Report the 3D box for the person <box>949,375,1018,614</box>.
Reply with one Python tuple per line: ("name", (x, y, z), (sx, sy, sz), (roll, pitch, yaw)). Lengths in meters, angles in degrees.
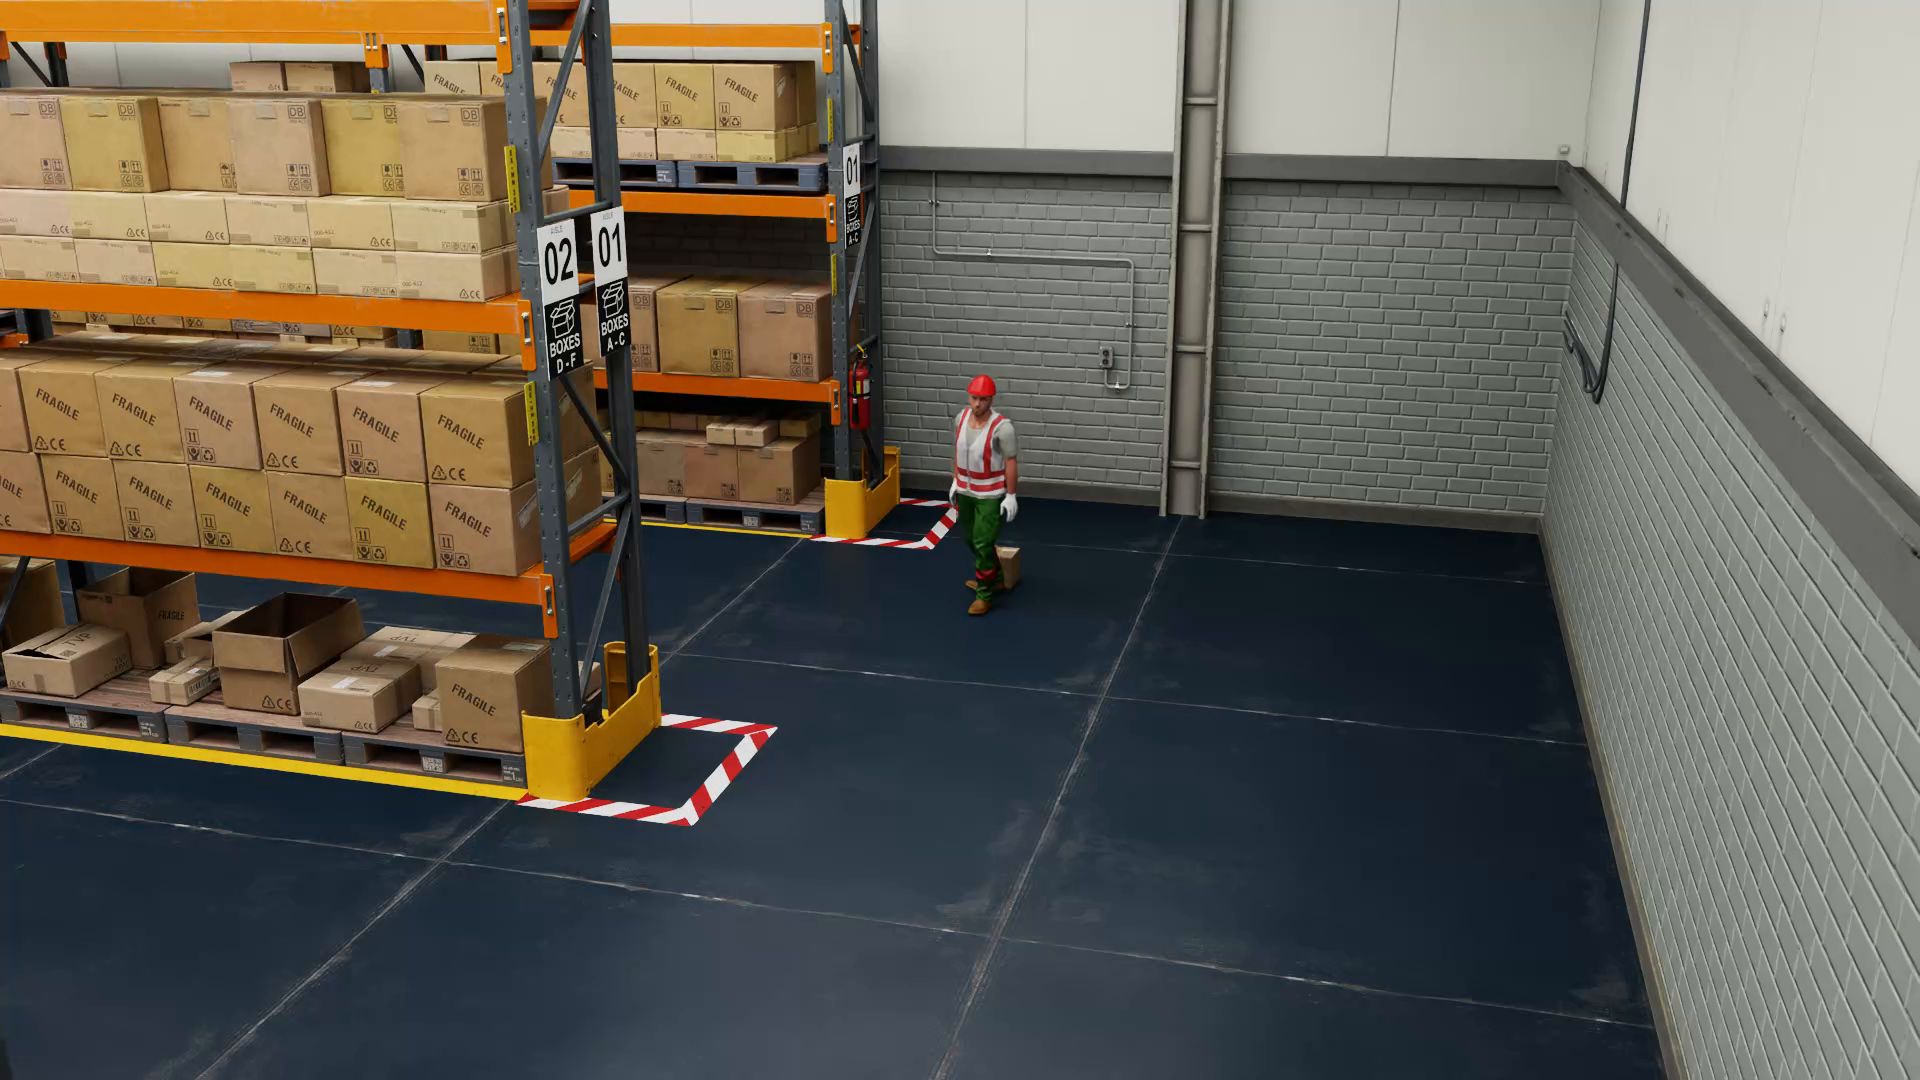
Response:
("person", (0.199, -0.362, 12.130), (0.580, 1.776, 0.571), (15, 23, 39))
